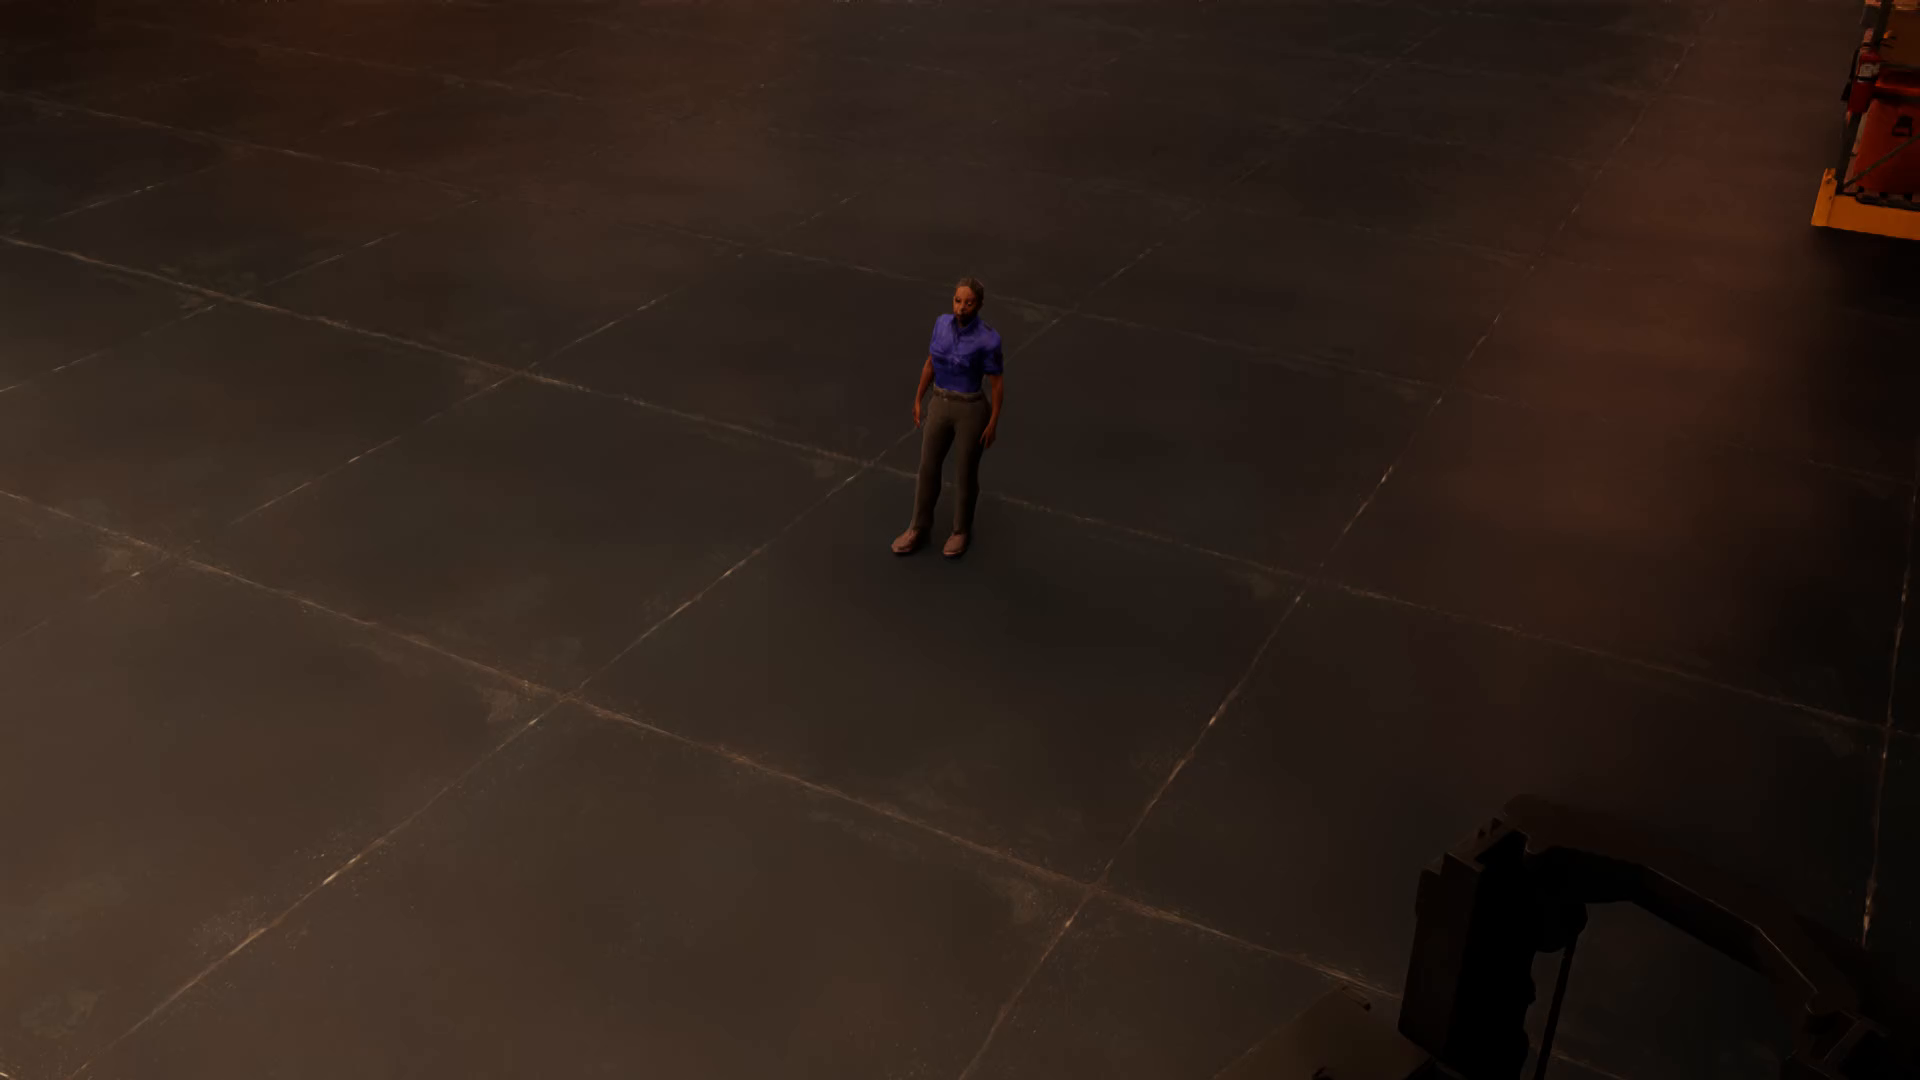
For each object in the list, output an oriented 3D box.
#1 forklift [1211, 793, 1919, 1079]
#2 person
[{"bbox_3d":[0.908,2.104,3.425,3.031,2.935,1.130,-24,37,-35],"label":"forklift"},{"bbox_3d":[-0.060,-0.689,9.528,0.570,1.654,0.503,15,33,25],"label":"person"}]
